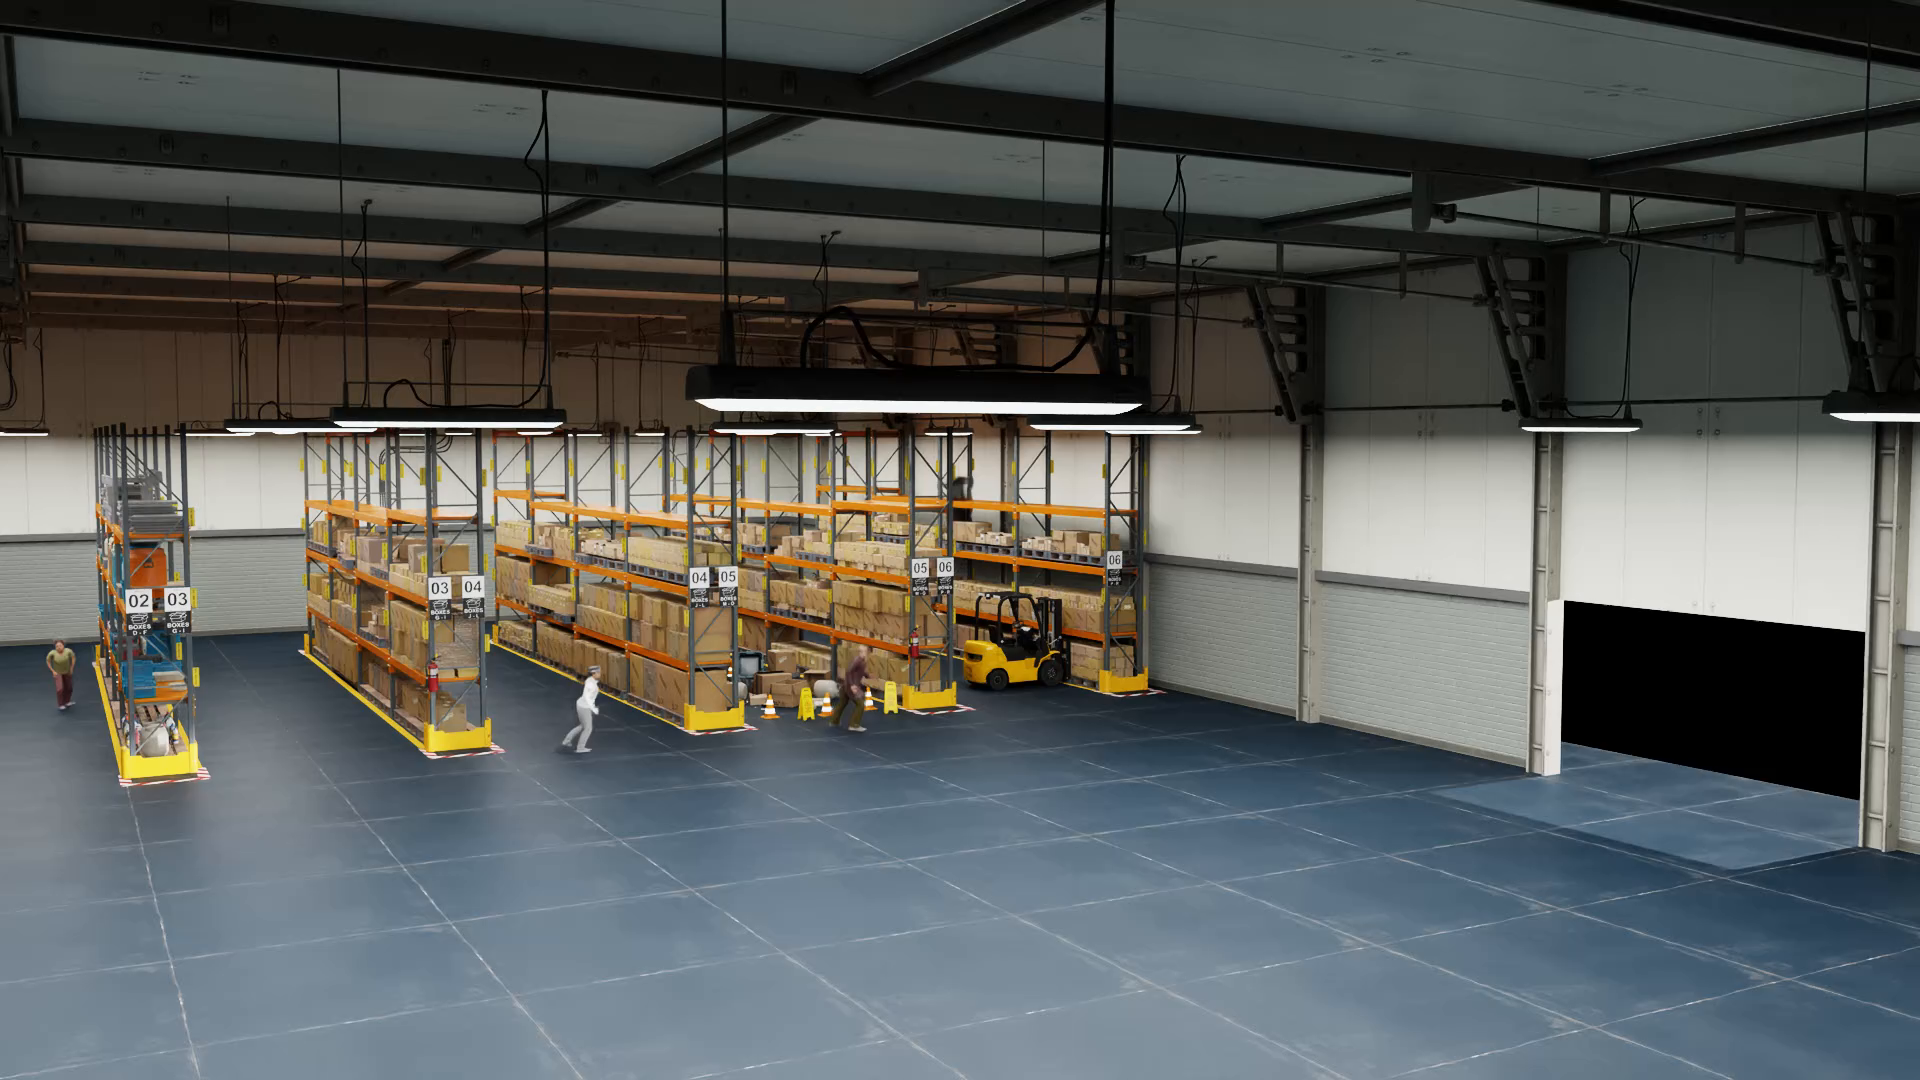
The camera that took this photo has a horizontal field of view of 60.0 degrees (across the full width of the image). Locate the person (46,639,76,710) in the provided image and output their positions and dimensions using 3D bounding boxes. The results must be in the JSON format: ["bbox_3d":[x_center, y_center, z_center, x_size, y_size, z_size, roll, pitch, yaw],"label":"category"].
[{"bbox_3d":[-19.046,2.825,35.259,0.815,1.532,0.624,3,5,45],"label":"person"}]

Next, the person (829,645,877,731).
[{"bbox_3d":[-2.098,2.904,32.702,0.959,1.705,0.763,0,3,-8],"label":"person"}]

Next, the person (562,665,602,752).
[{"bbox_3d":[-6.904,3.078,30.387,0.727,1.605,0.597,-1,4,-10],"label":"person"}]
